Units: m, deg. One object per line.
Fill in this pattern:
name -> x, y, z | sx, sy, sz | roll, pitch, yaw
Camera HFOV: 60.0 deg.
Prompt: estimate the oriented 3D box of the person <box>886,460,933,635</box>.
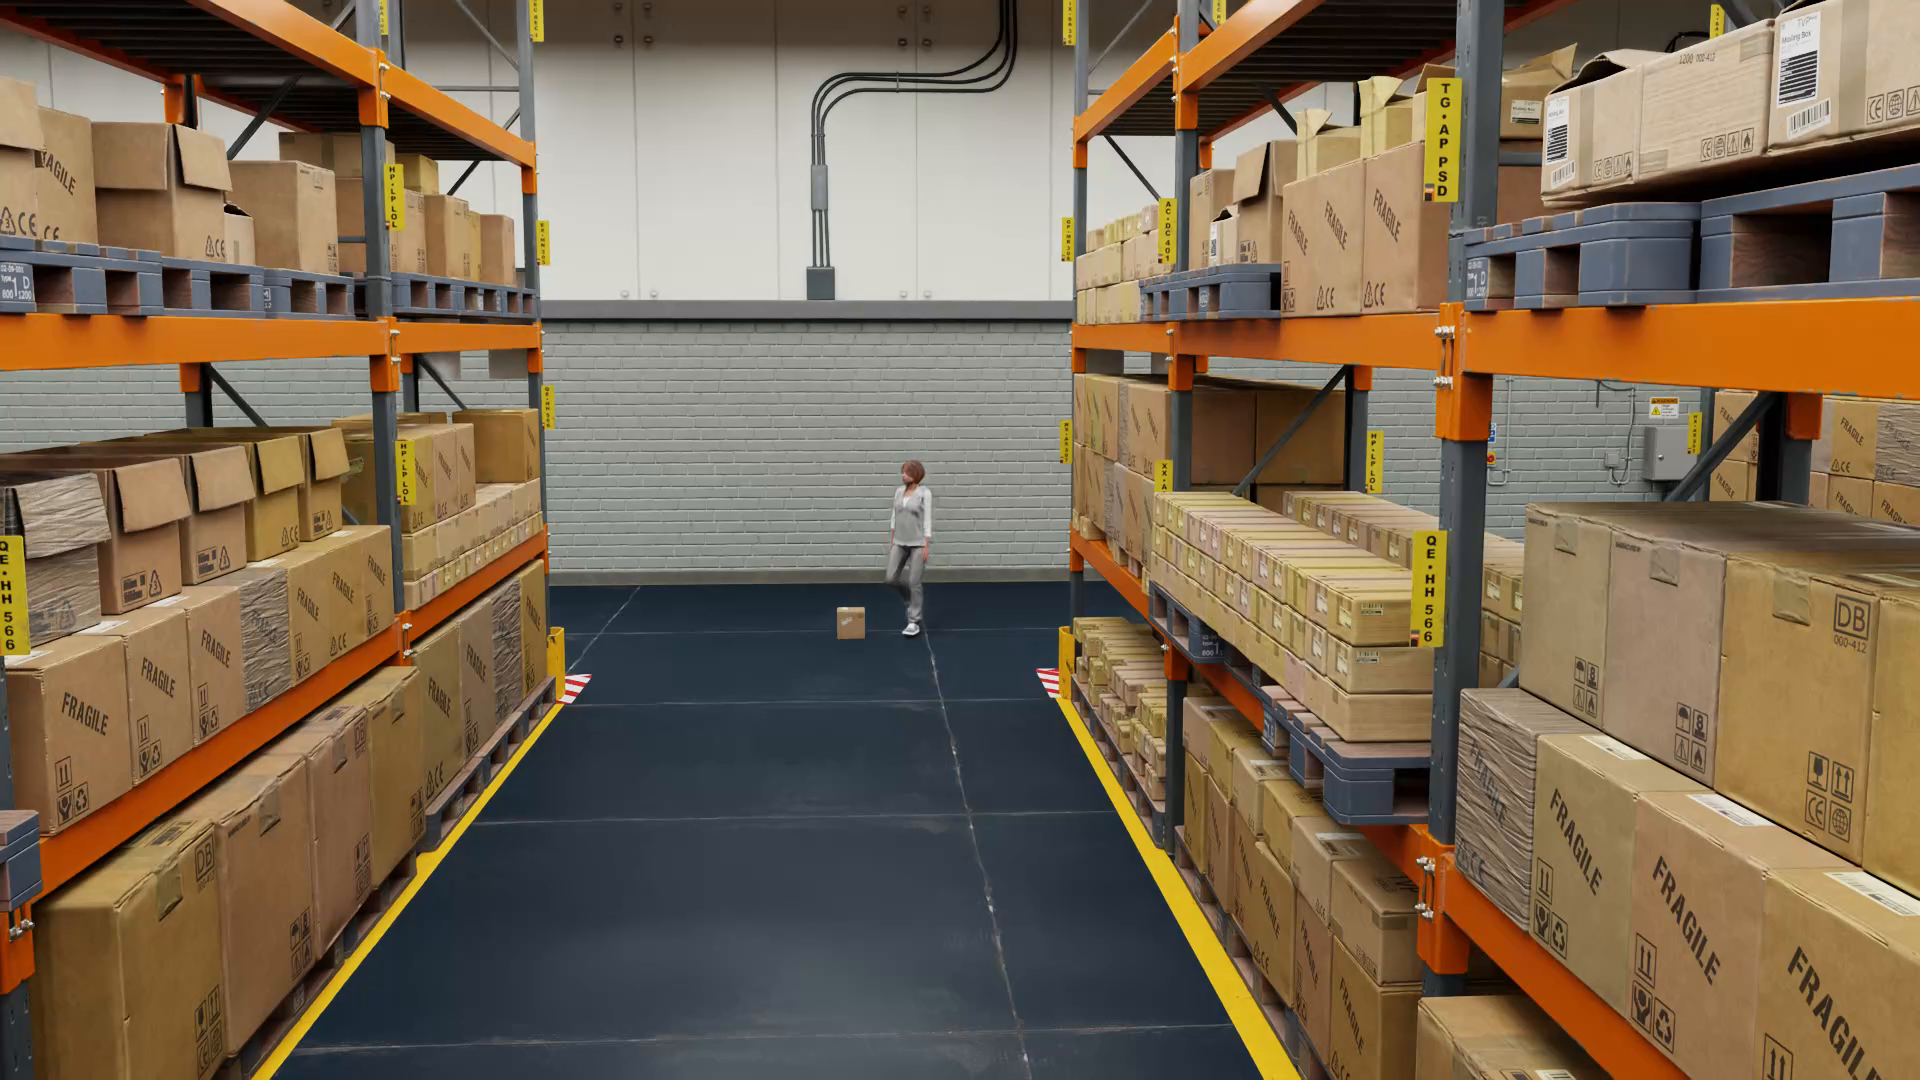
person -> -0.447, 0.058, 15.208 | 0.428, 1.588, 0.475 | 3, 8, 24
